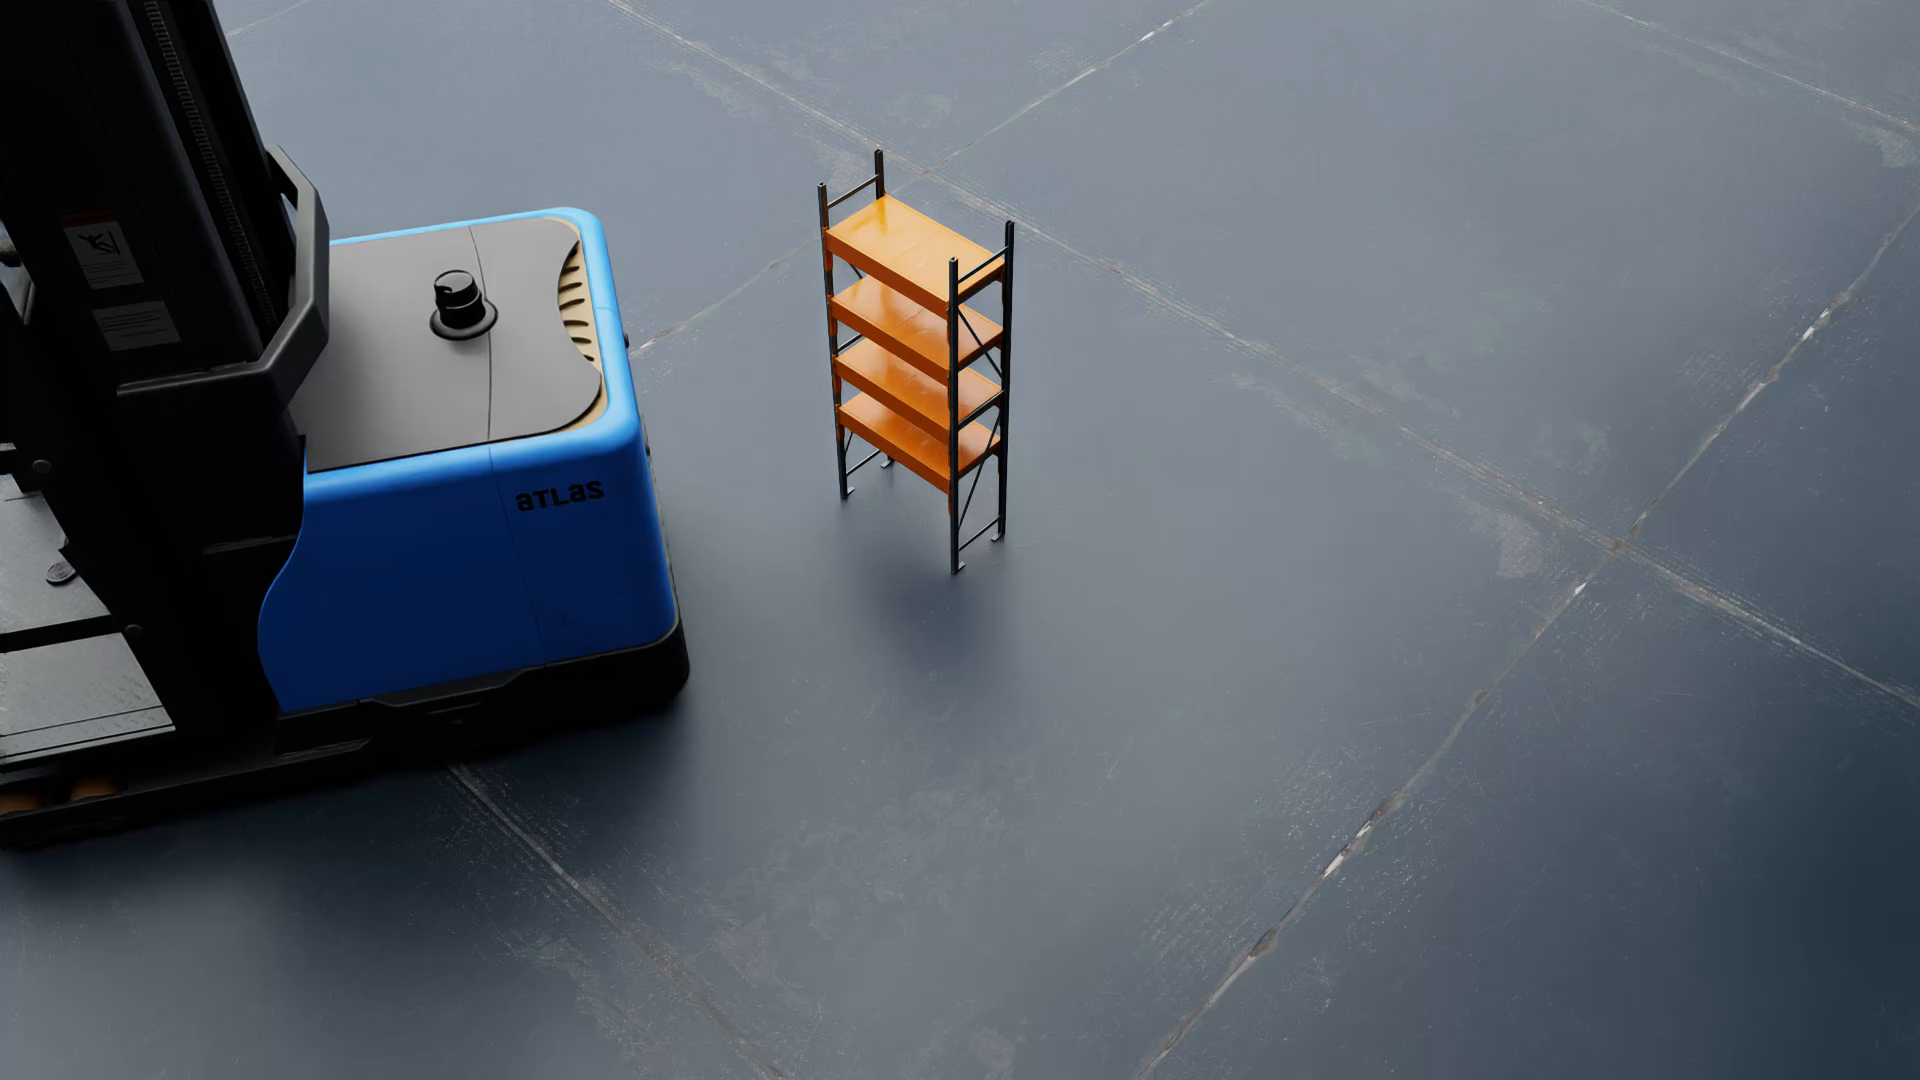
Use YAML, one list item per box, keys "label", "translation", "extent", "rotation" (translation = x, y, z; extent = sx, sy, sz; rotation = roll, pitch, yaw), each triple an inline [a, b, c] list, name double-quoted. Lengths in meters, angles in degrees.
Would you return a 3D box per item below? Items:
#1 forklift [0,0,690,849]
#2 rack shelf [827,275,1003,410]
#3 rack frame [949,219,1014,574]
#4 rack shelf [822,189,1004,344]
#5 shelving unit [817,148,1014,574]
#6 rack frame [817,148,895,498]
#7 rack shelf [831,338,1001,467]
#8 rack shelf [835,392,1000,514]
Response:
- label: "forklift"
  translation: [-2.353, -0.611, 3.813]
  extent: [3.031, 2.935, 1.130]
  rotation: [-11, 48, -10]
- label: "rack shelf"
  translation: [-0.122, -0.600, 4.775]
  extent: [0.480, 0.148, 0.258]
  rotation: [34, 55, 28]
- label: "rack frame"
  translation: [0.058, -0.372, 4.776]
  extent: [0.015, 1.200, 0.240]
  rotation: [34, 55, 28]
- label: "rack shelf"
  translation: [-0.122, -0.762, 4.603]
  extent: [0.480, 0.148, 0.258]
  rotation: [34, 55, 28]
- label: "shelving unit"
  translation: [-0.122, -0.493, 4.889]
  extent: [0.503, 1.200, 0.258]
  rotation: [34, 55, 28]
- label: "rack frame"
  translation: [-0.301, -0.613, 5.003]
  extent: [0.015, 1.200, 0.240]
  rotation: [34, 55, 28]
- label: "rack shelf"
  translation: [-0.122, -0.446, 4.938]
  extent: [0.480, 0.148, 0.258]
  rotation: [34, 55, 28]
- label: "rack shelf"
  translation: [-0.122, -0.311, 5.083]
  extent: [0.480, 0.148, 0.258]
  rotation: [34, 55, 28]
